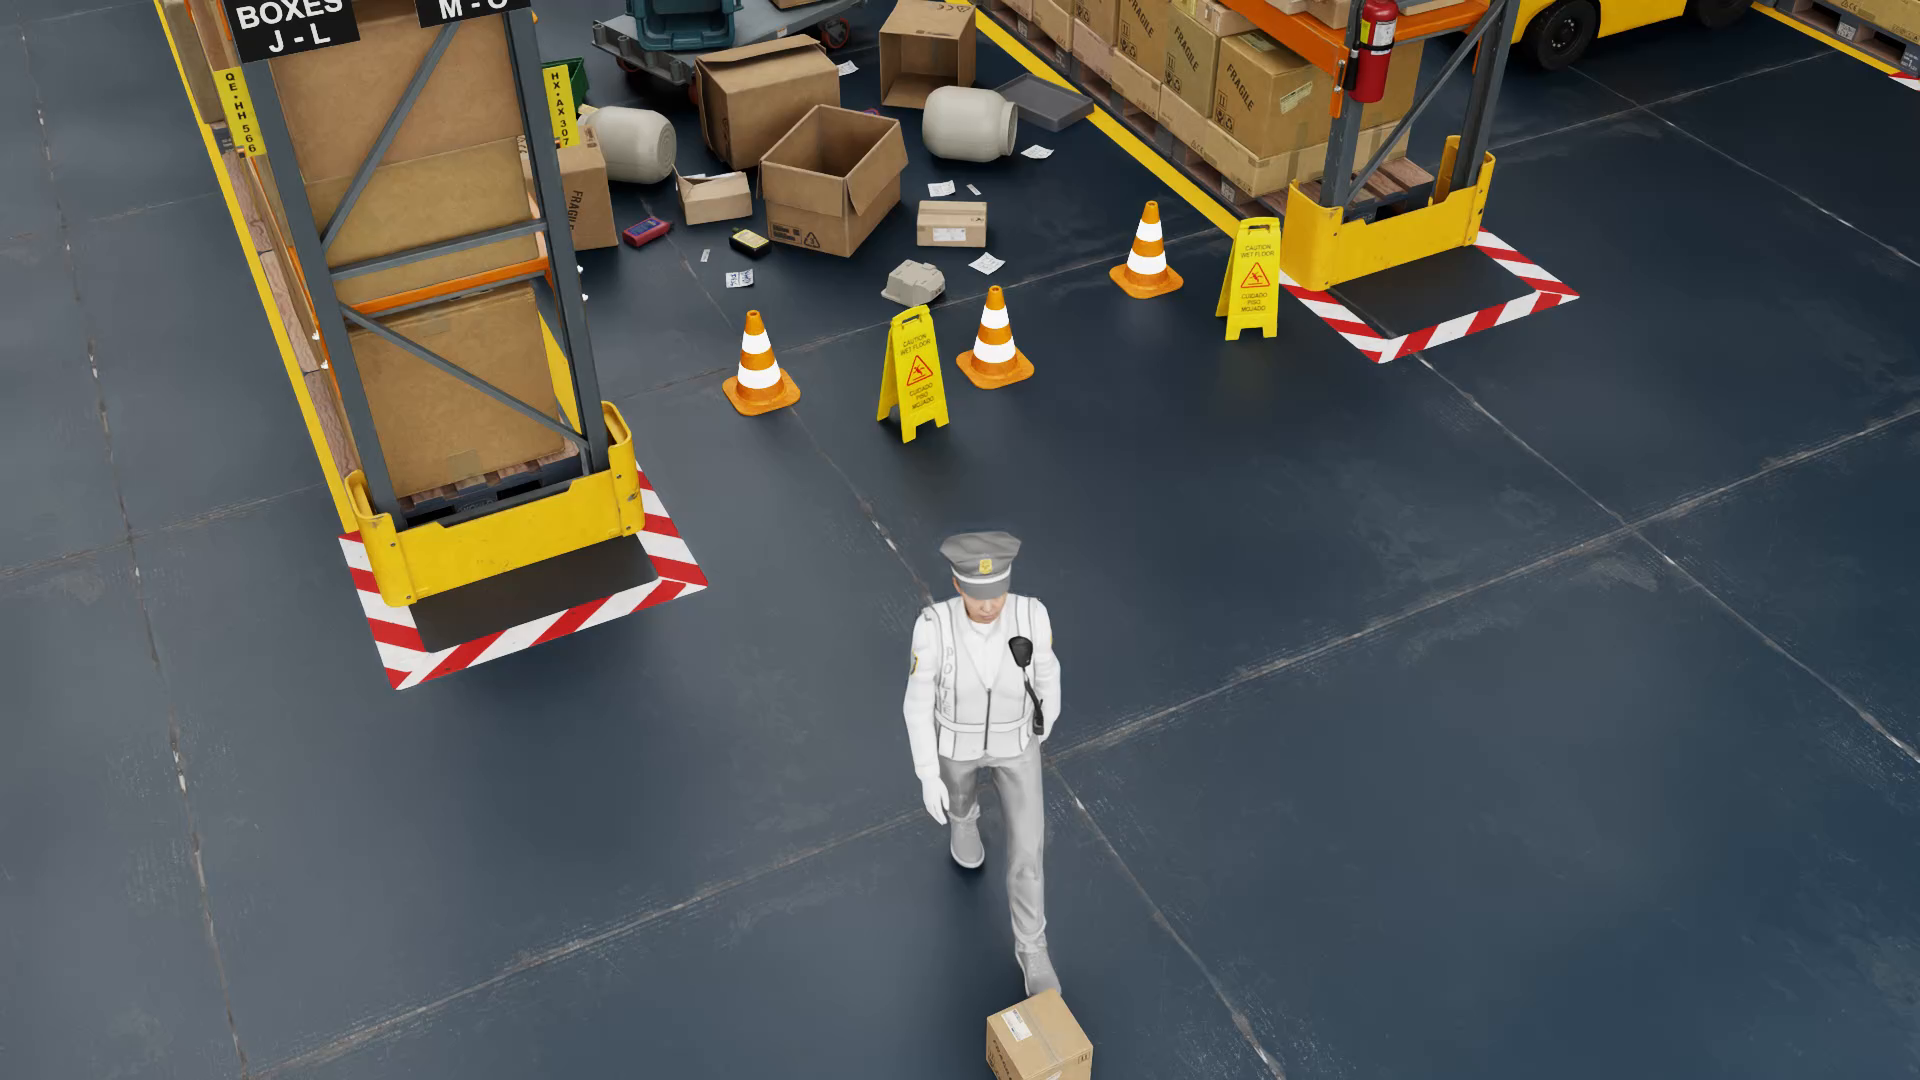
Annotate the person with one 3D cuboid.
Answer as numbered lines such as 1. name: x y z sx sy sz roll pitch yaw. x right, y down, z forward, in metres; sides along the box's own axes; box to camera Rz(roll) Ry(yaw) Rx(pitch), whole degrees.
1. person: 0.076 0.695 5.344 0.505 1.641 0.917 -3 42 -3
